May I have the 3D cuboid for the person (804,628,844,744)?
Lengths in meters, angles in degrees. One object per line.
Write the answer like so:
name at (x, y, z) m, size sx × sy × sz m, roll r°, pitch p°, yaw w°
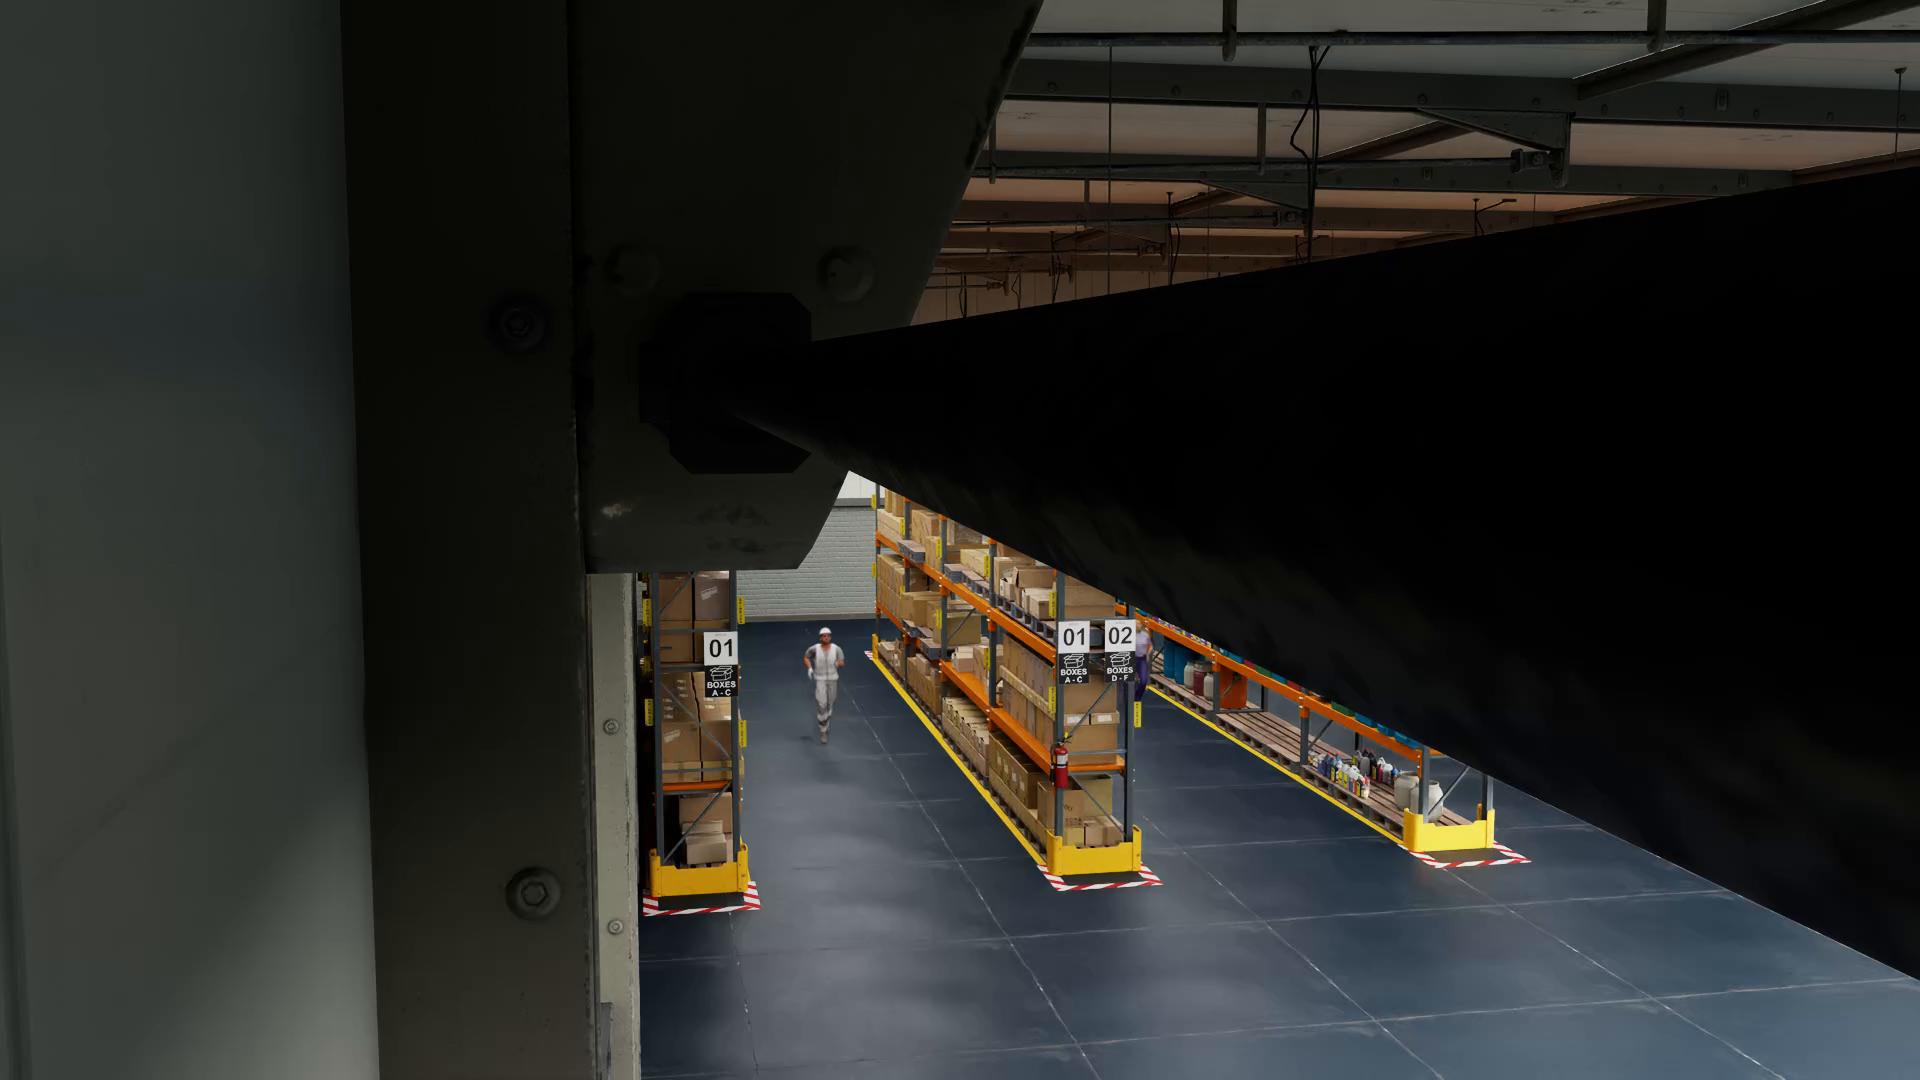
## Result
person at (-2.218, 2.389, 27.494) m, size 0.631 × 1.890 × 0.723 m, roll -2°, pitch 6°, yaw -16°

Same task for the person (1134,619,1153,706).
person at (3.198, 2.199, 29.993) m, size 0.616 × 1.570 × 0.511 m, roll -1°, pitch 6°, yaw -7°
